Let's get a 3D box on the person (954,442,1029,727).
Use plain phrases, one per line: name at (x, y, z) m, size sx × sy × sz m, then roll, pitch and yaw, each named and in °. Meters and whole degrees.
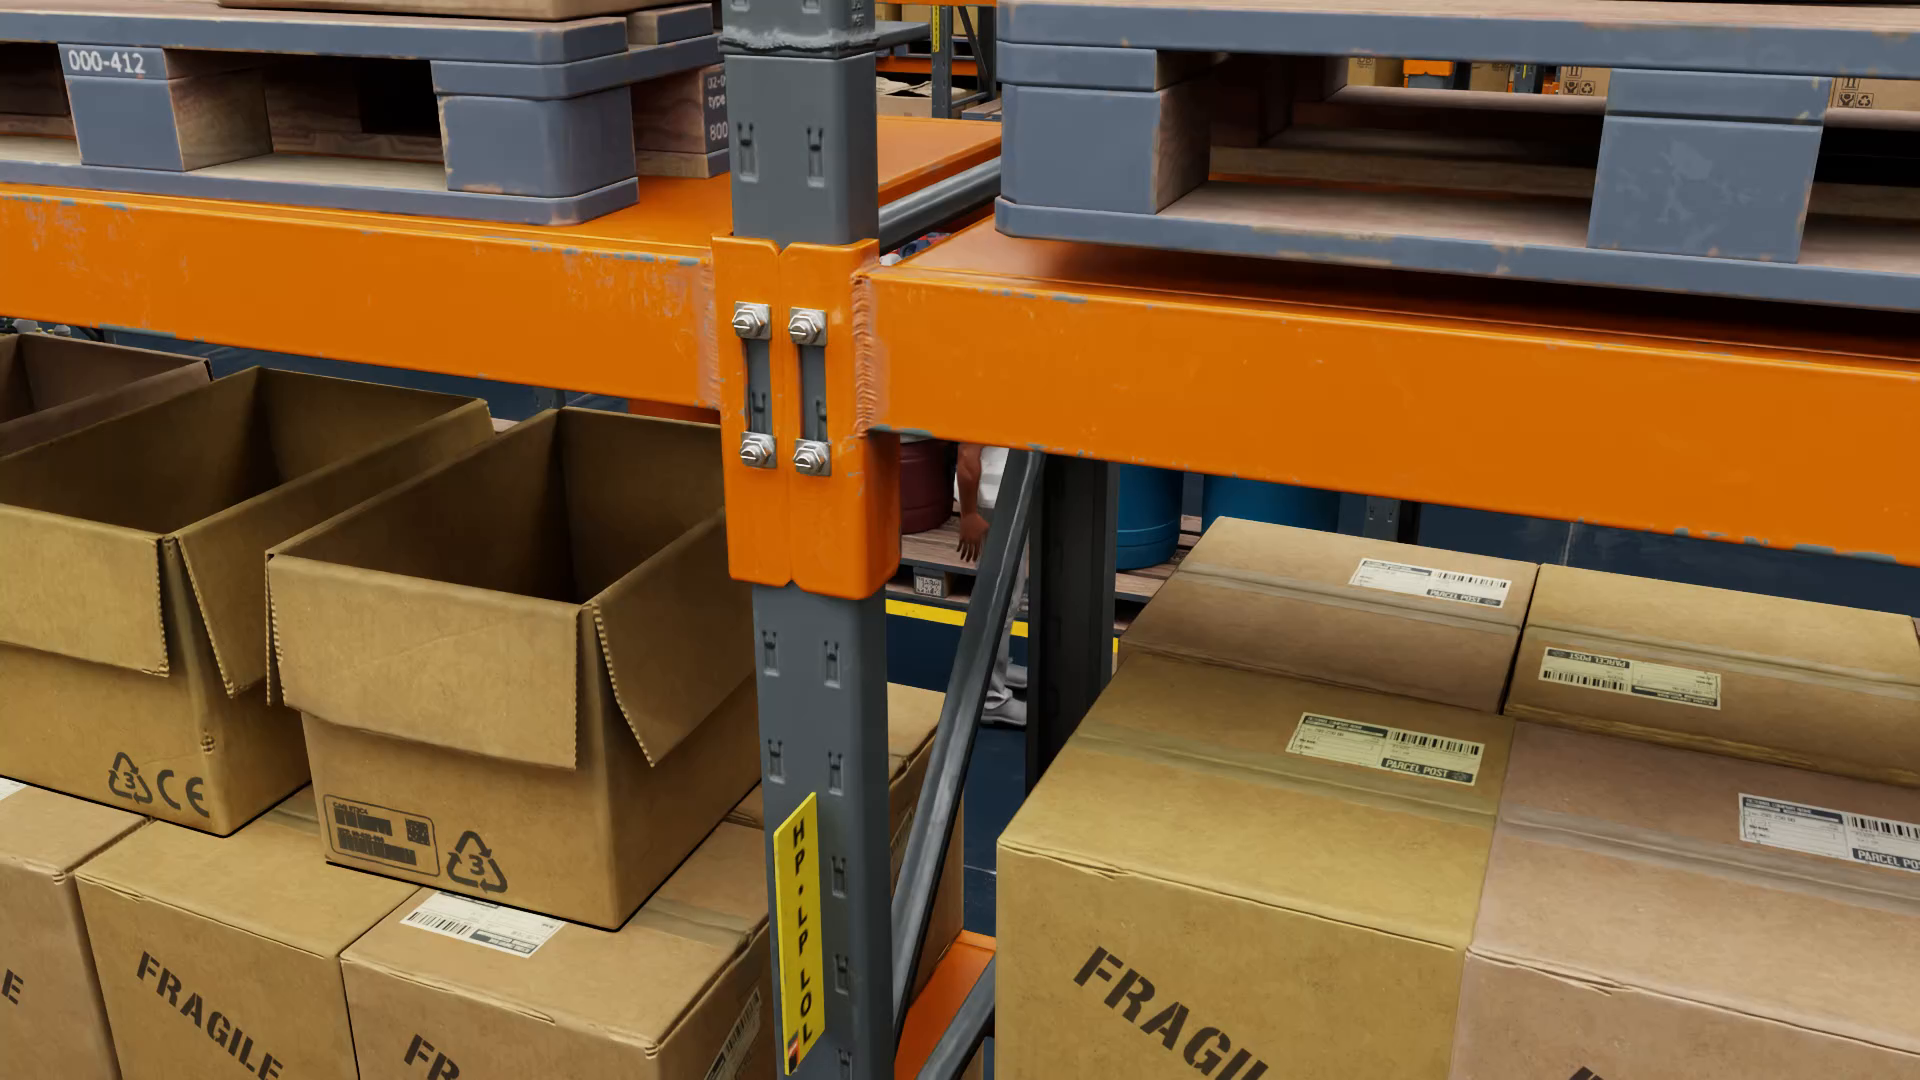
person at (0.192, -0.161, 6.417) m, size 0.408 × 1.750 × 0.610 m, roll 5°, pitch 23°, yaw 11°
